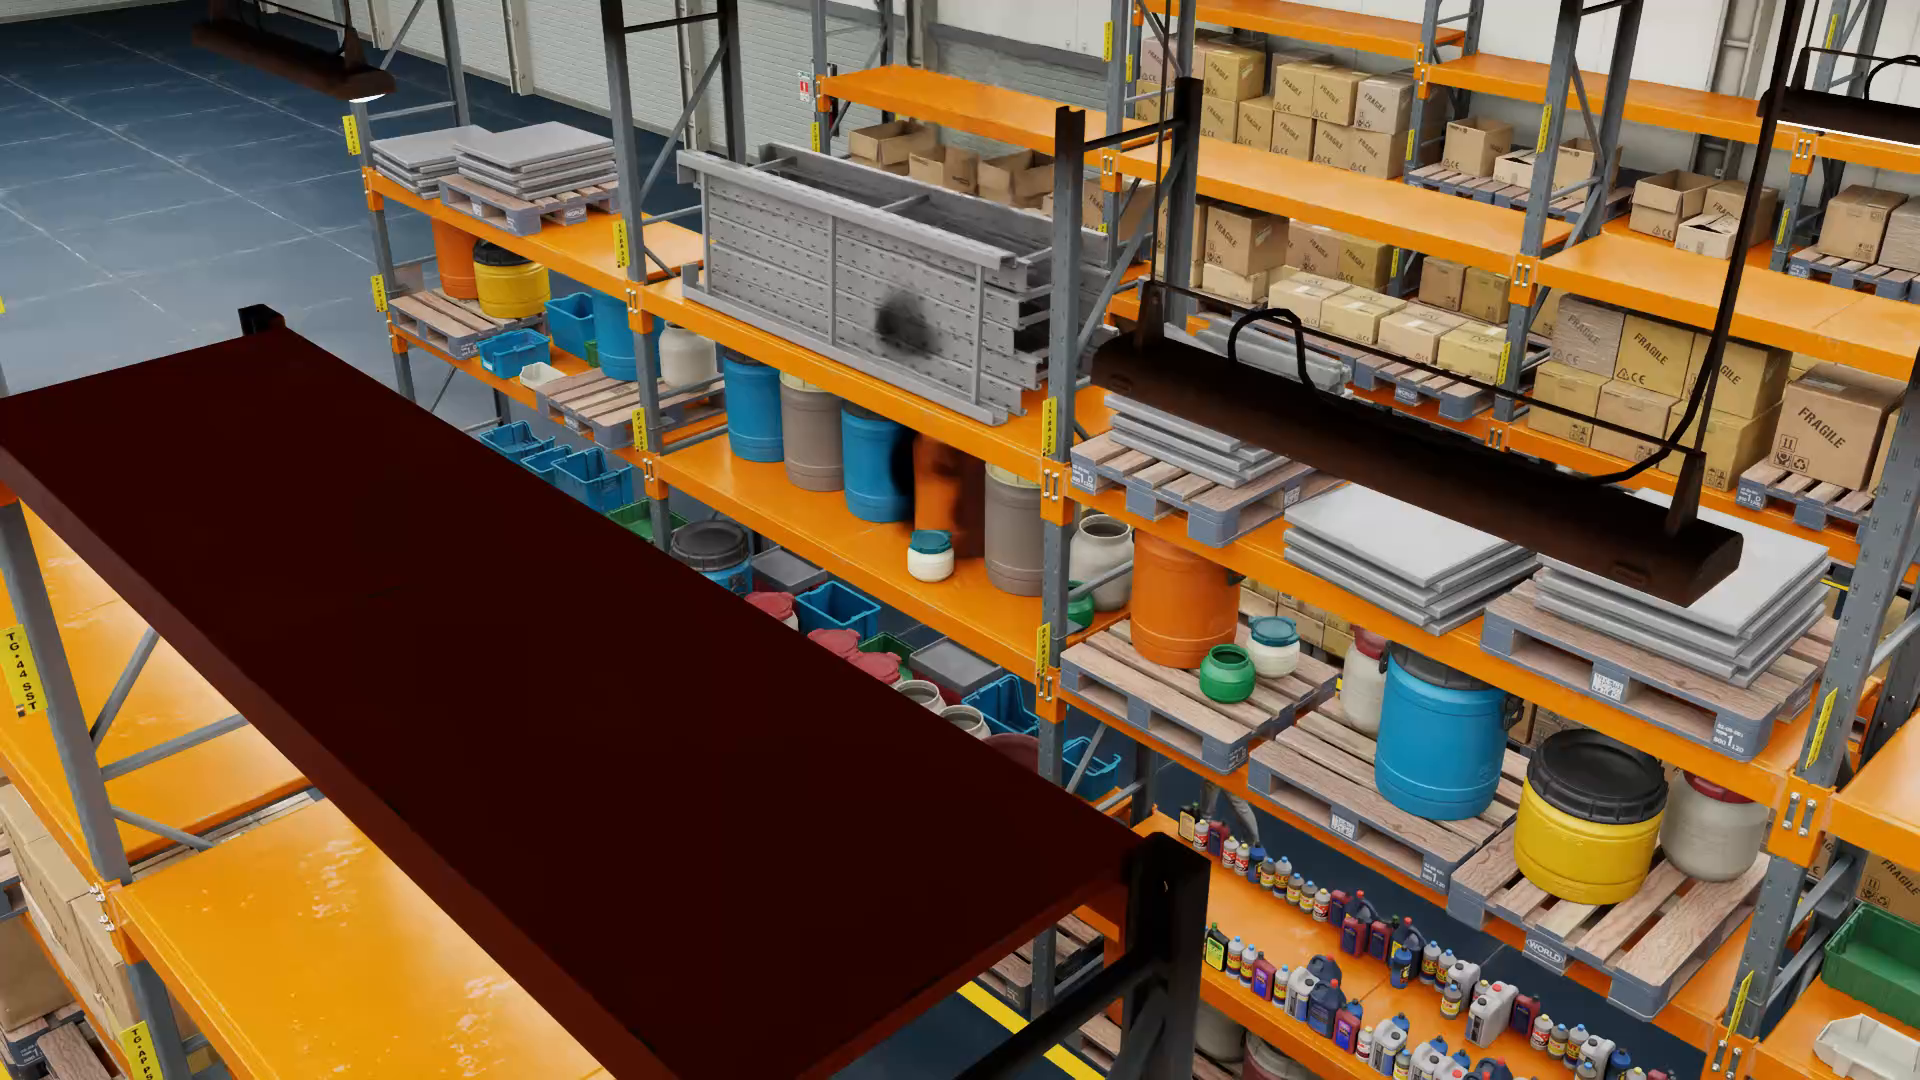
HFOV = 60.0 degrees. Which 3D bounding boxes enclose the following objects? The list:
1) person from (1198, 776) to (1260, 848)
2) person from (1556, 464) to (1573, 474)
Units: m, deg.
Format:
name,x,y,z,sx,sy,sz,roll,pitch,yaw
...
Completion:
name,x,y,z,sx,sy,sz,roll,pitch,yaw
person,1.867,1.526,11.703,0.739,1.802,0.588,23,36,36
person,5.351,0.080,14.954,0.599,1.736,0.833,-22,35,-35
